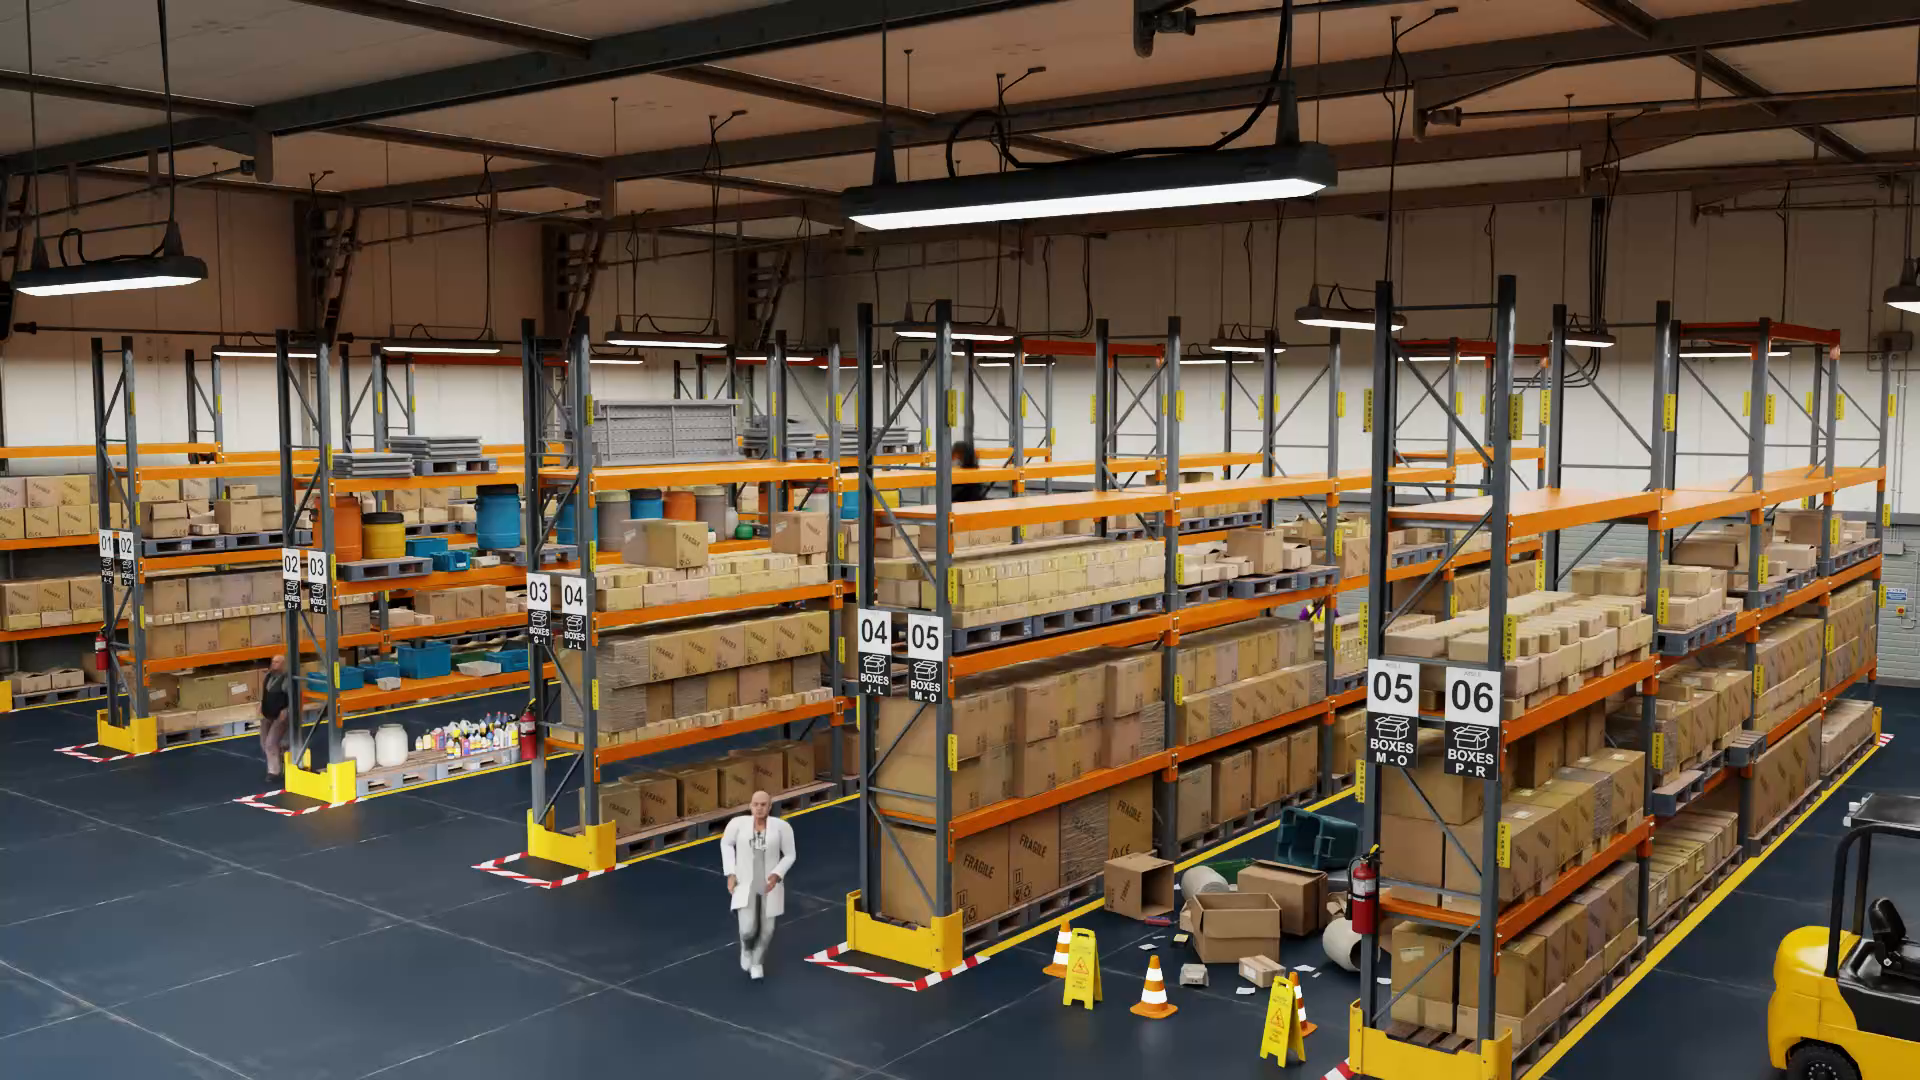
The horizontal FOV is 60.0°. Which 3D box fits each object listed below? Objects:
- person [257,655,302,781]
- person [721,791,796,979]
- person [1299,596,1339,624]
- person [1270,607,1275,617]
[{"bbox_3d":[-9.166,2.394,22.497,0.692,1.717,0.670,2,5,21],"label":"person"},{"bbox_3d":[-1.768,3.038,14.621,0.649,1.704,0.688,-1,5,-10],"label":"person"},{"bbox_3d":[6.404,1.733,29.679,0.736,1.714,0.659,2,5,17],"label":"person"},{"bbox_3d":[5.186,1.899,27.828,0.664,1.688,0.743,3,6,33],"label":"person"}]
